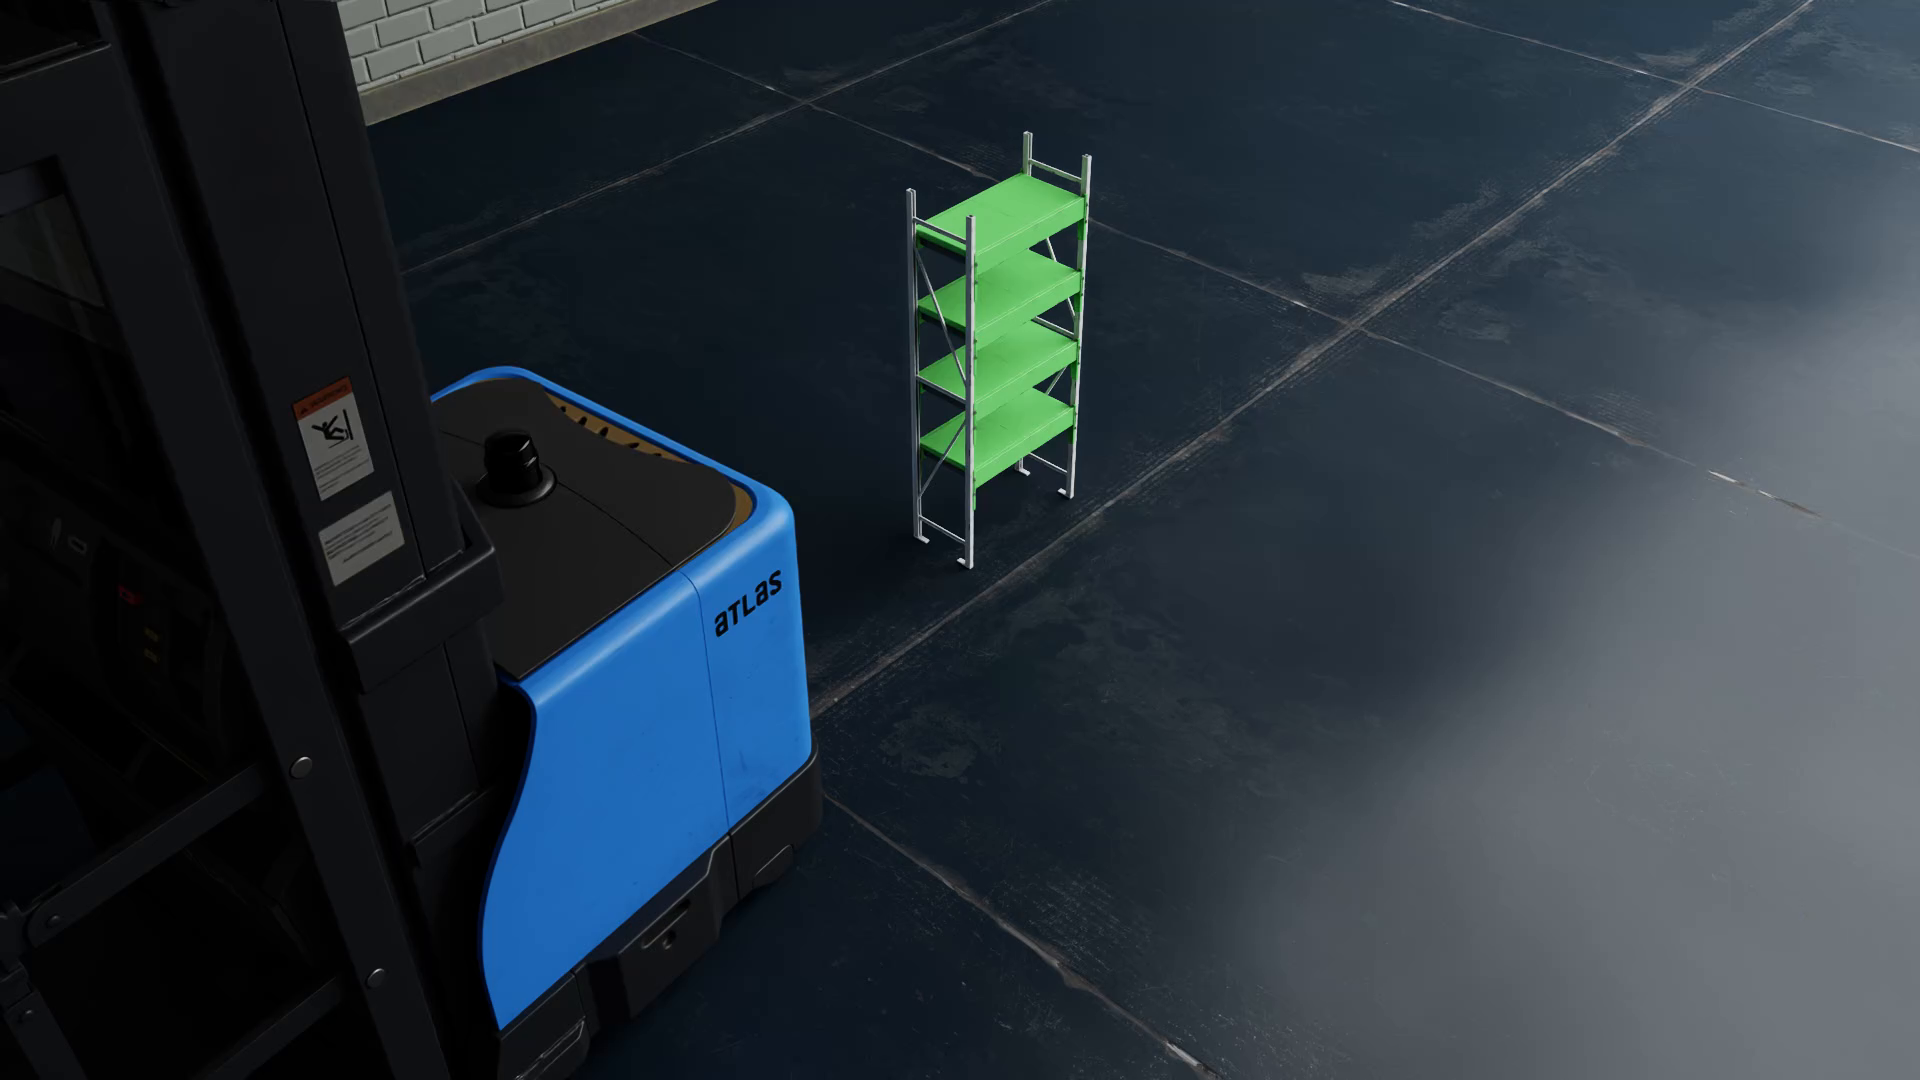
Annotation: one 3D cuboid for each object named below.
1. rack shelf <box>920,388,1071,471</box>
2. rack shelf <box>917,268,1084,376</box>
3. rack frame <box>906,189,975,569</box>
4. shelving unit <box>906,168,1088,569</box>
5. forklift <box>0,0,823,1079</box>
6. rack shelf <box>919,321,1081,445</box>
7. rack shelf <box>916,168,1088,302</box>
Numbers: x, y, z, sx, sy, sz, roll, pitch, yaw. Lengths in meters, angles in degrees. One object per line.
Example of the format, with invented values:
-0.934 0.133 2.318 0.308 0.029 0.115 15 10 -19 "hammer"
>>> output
0.112 -0.350 5.128 0.221 0.021 0.457 30 47 32 "rack shelf"
0.112 -0.684 4.863 0.258 0.148 0.480 30 47 32 "rack shelf"
-0.053 -0.434 4.831 0.240 1.200 0.015 30 47 32 "rack frame"
0.108 -0.543 4.969 0.258 1.200 0.492 30 47 32 "shelving unit"
-1.640 0.153 2.703 1.130 2.935 3.031 25 45 28 "forklift"
0.112 -0.496 5.012 0.258 0.148 0.480 30 47 32 "rack shelf"
0.112 -0.871 4.713 0.258 0.148 0.480 30 47 32 "rack shelf"
